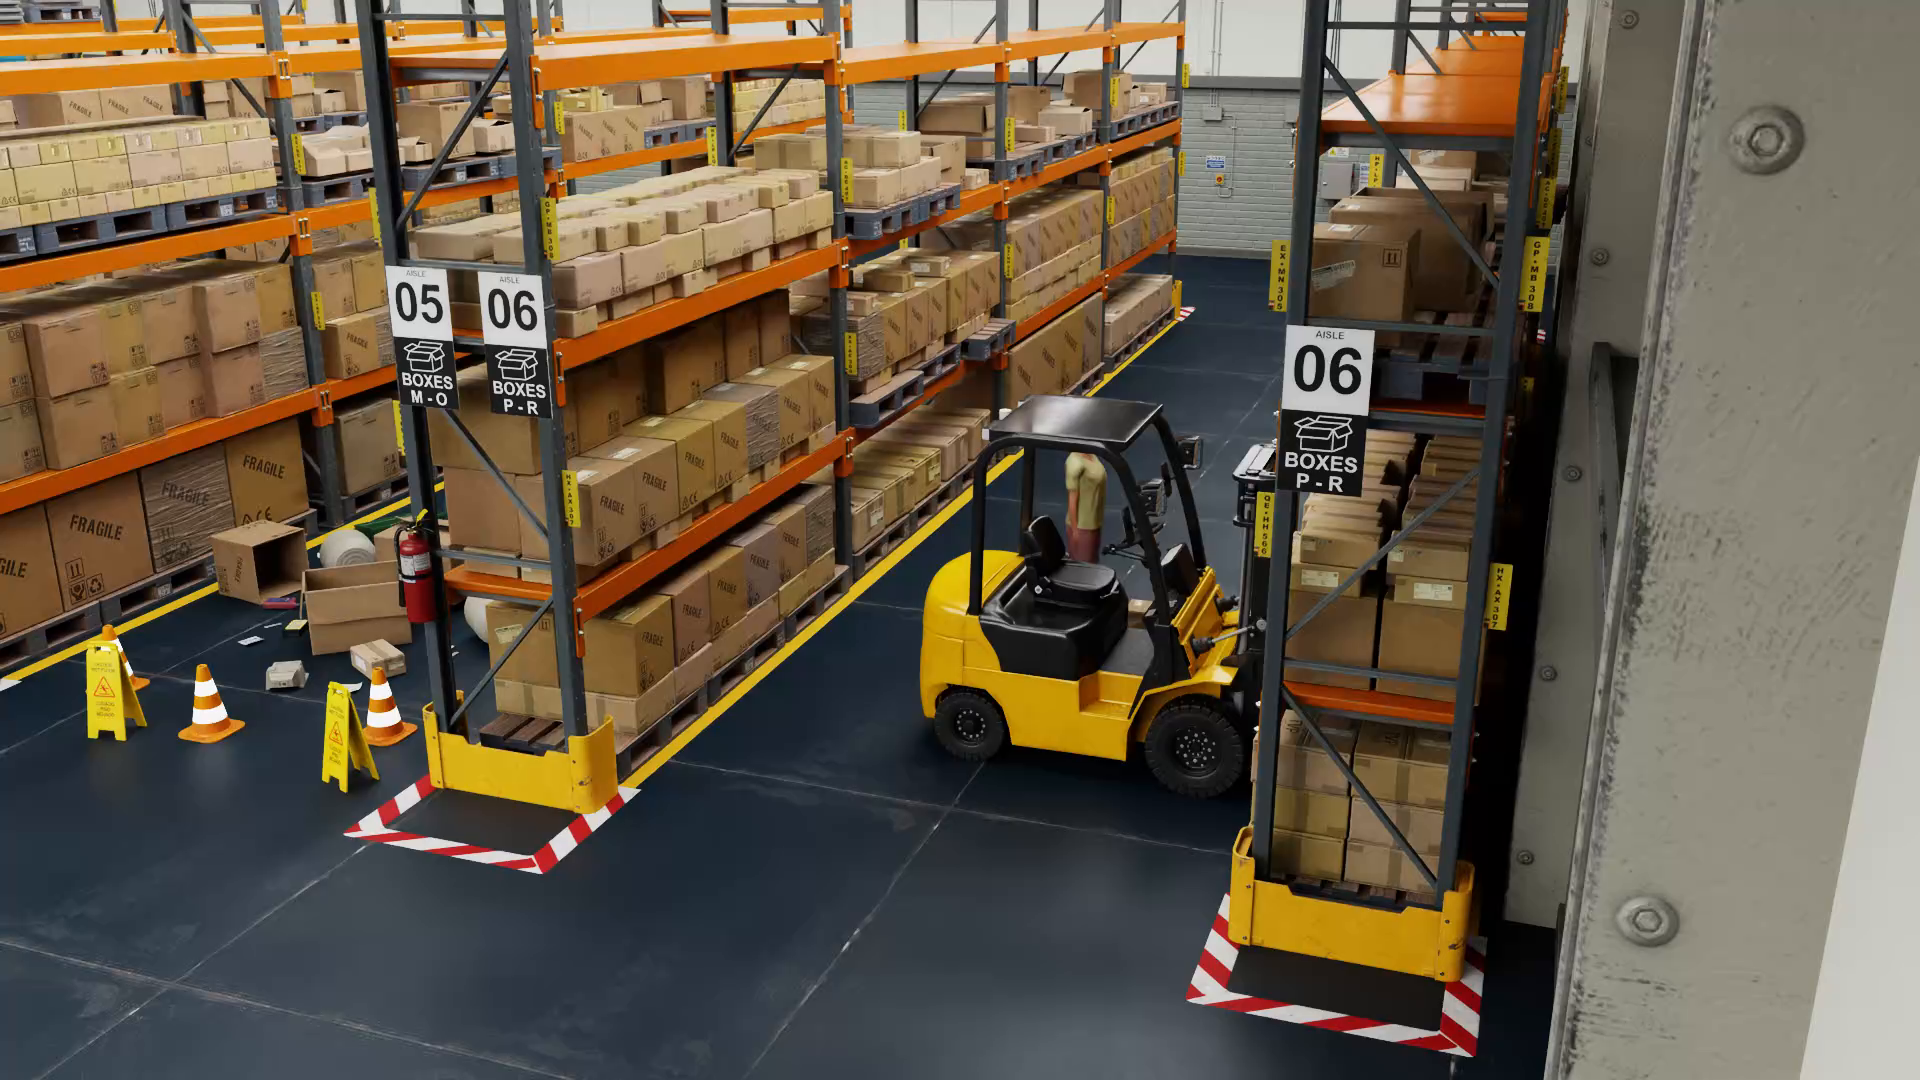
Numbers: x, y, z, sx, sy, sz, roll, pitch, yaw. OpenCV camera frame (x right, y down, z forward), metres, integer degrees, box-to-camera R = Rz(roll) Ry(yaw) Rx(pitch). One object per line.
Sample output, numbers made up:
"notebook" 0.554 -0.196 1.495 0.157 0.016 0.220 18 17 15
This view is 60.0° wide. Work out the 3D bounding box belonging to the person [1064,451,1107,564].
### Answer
"person" 0.921 -0.107 12.398 0.362 1.672 0.440 7 20 20
